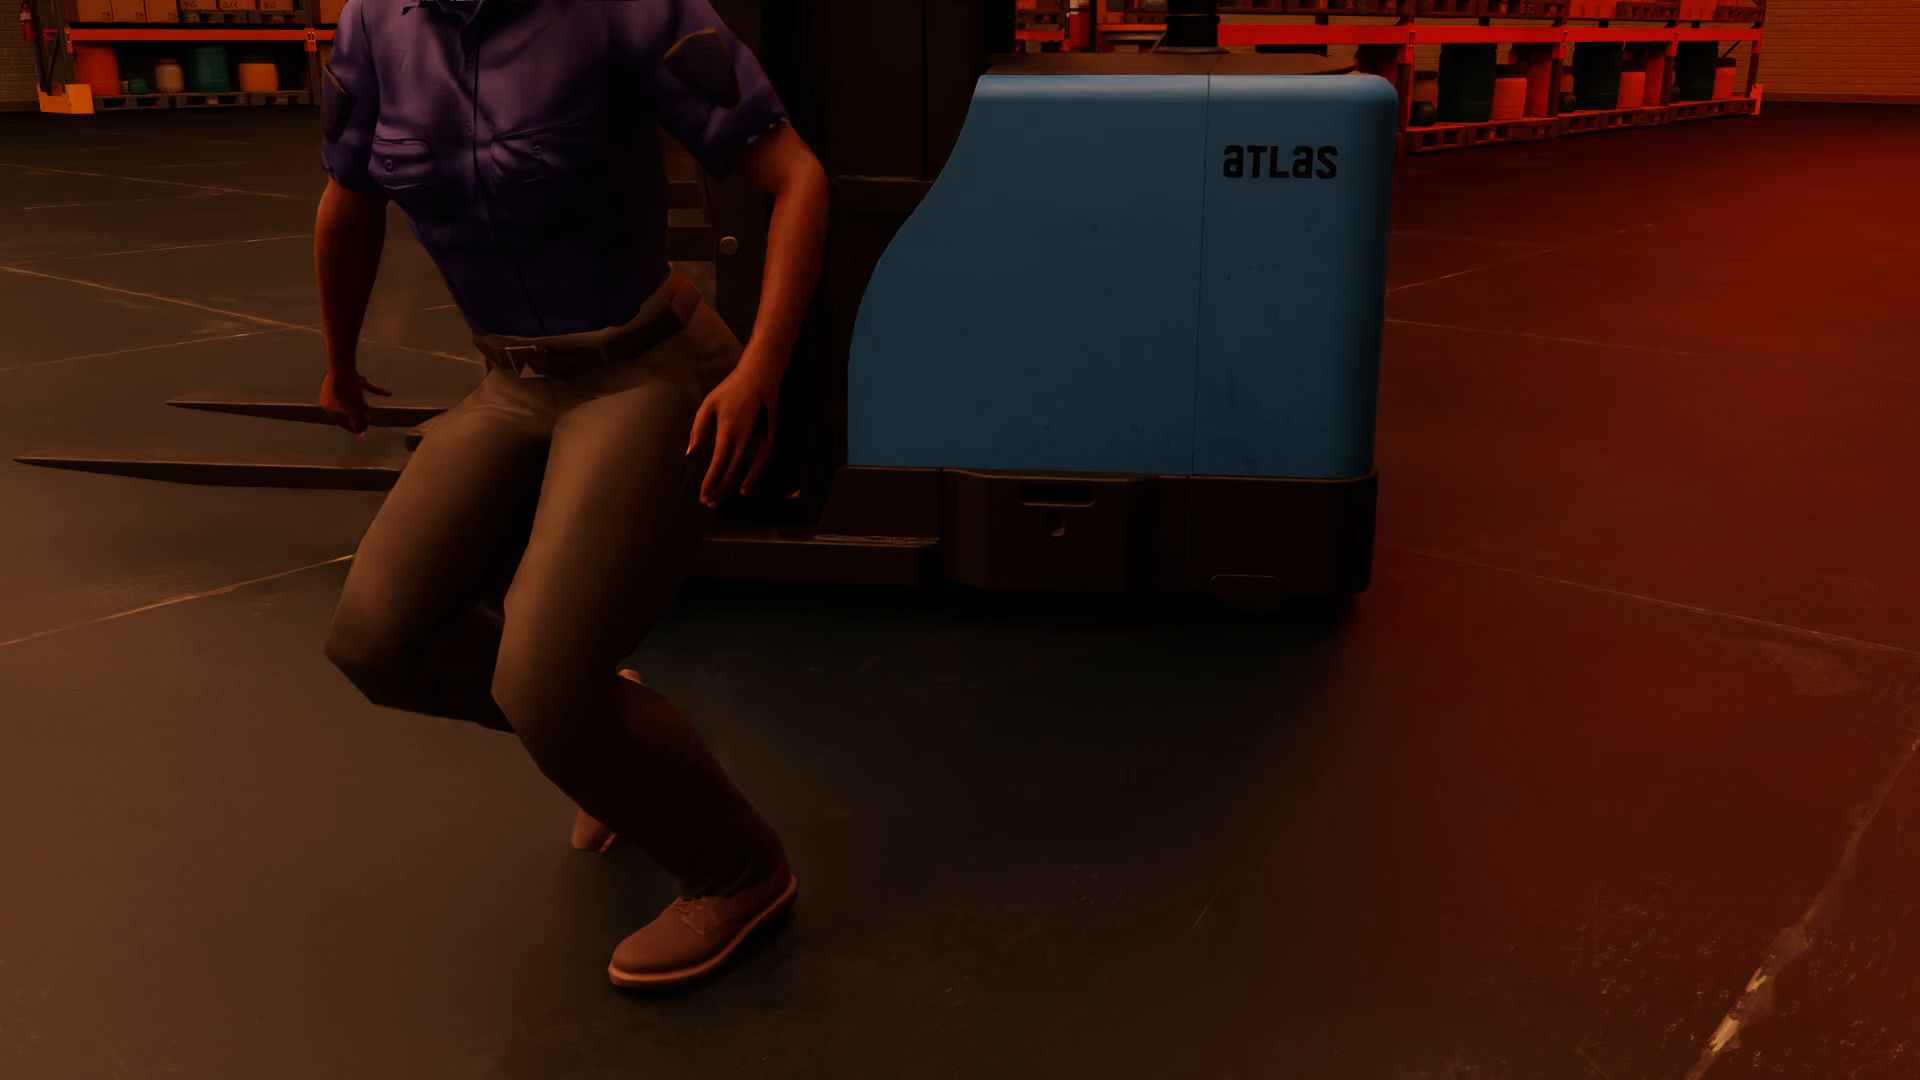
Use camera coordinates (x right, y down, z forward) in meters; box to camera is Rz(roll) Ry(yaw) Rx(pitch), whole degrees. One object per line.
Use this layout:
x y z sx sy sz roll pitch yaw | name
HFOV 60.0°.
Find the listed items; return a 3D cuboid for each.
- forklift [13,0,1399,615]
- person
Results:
-0.616 -1.419 3.570 3.031 2.935 1.130 2 17 6 | forklift
-0.516 -0.180 2.087 0.876 1.496 0.506 10 19 29 | person
